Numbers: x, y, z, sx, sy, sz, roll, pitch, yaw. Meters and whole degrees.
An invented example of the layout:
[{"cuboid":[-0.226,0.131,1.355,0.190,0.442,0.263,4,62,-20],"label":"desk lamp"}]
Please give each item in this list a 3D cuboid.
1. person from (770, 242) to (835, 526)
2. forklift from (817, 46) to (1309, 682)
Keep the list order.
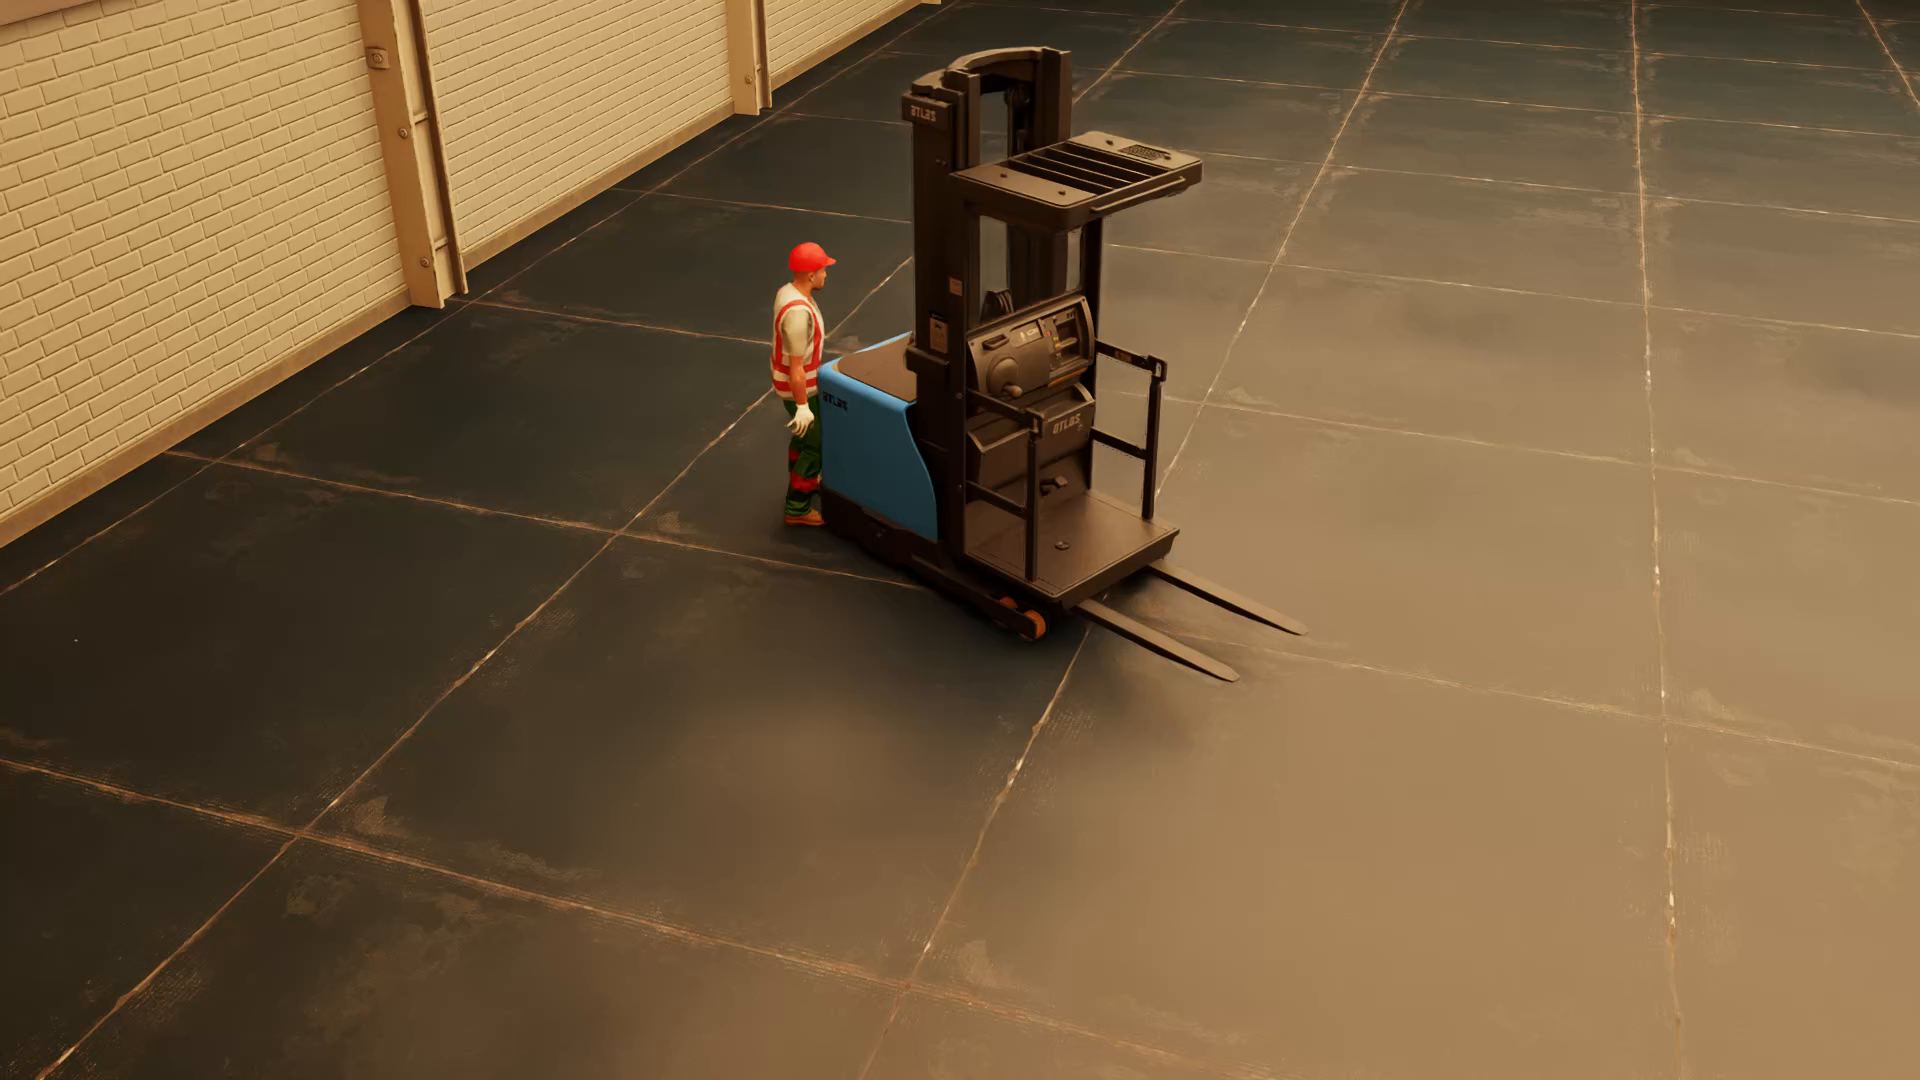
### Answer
[{"cuboid":[-0.922,-0.935,9.963,0.413,1.757,0.805,-6,30,-10],"label":"person"},{"cuboid":[0.544,-1.010,8.909,3.031,2.935,1.130,26,39,38],"label":"forklift"}]
